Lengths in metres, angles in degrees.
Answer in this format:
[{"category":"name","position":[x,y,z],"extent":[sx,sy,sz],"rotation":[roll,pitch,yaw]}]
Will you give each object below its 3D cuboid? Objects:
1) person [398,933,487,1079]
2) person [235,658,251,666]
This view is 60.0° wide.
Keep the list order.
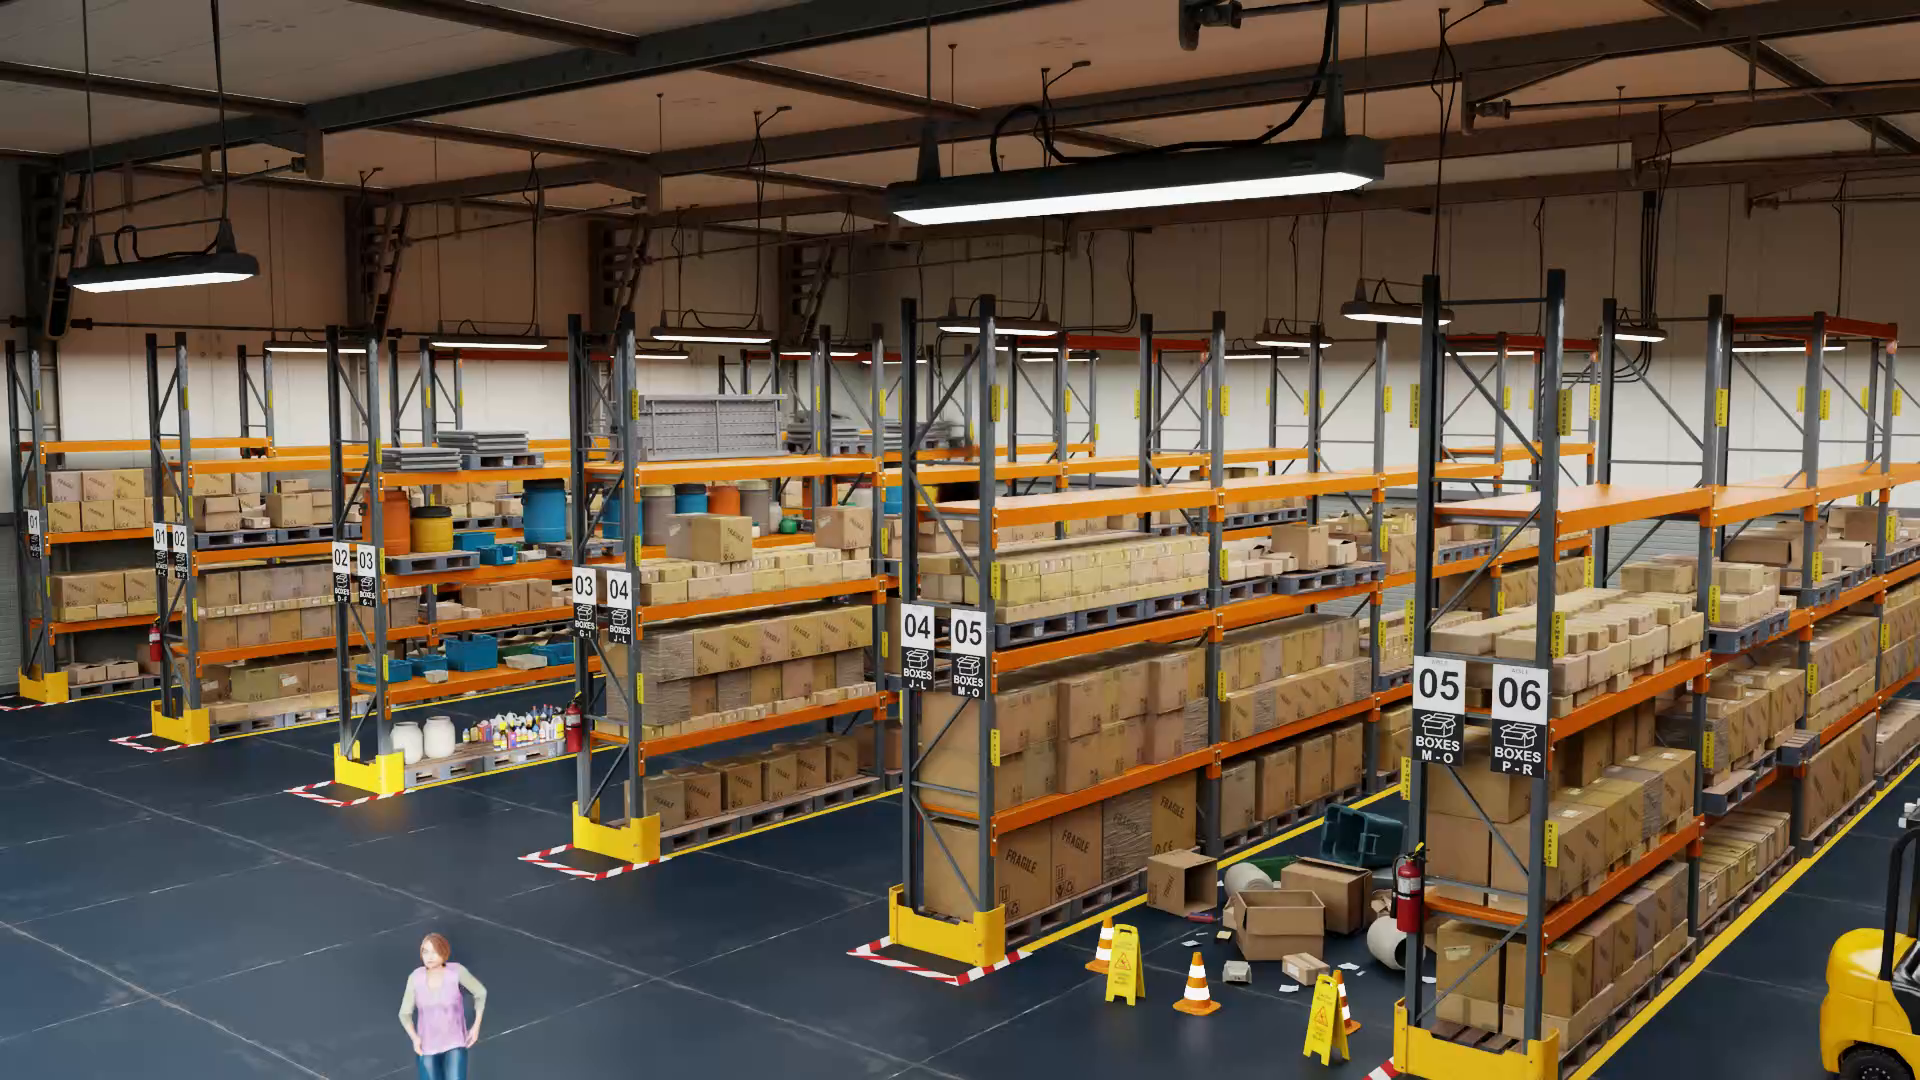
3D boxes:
[{"category":"person","position":[-3.453,3.393,11.082],"extent":[0.553,1.558,0.540],"rotation":[-1,5,-9]},{"category":"person","position":[-11.792,1.803,27.491],"extent":[0.712,1.743,0.897],"rotation":[2,6,25]}]
